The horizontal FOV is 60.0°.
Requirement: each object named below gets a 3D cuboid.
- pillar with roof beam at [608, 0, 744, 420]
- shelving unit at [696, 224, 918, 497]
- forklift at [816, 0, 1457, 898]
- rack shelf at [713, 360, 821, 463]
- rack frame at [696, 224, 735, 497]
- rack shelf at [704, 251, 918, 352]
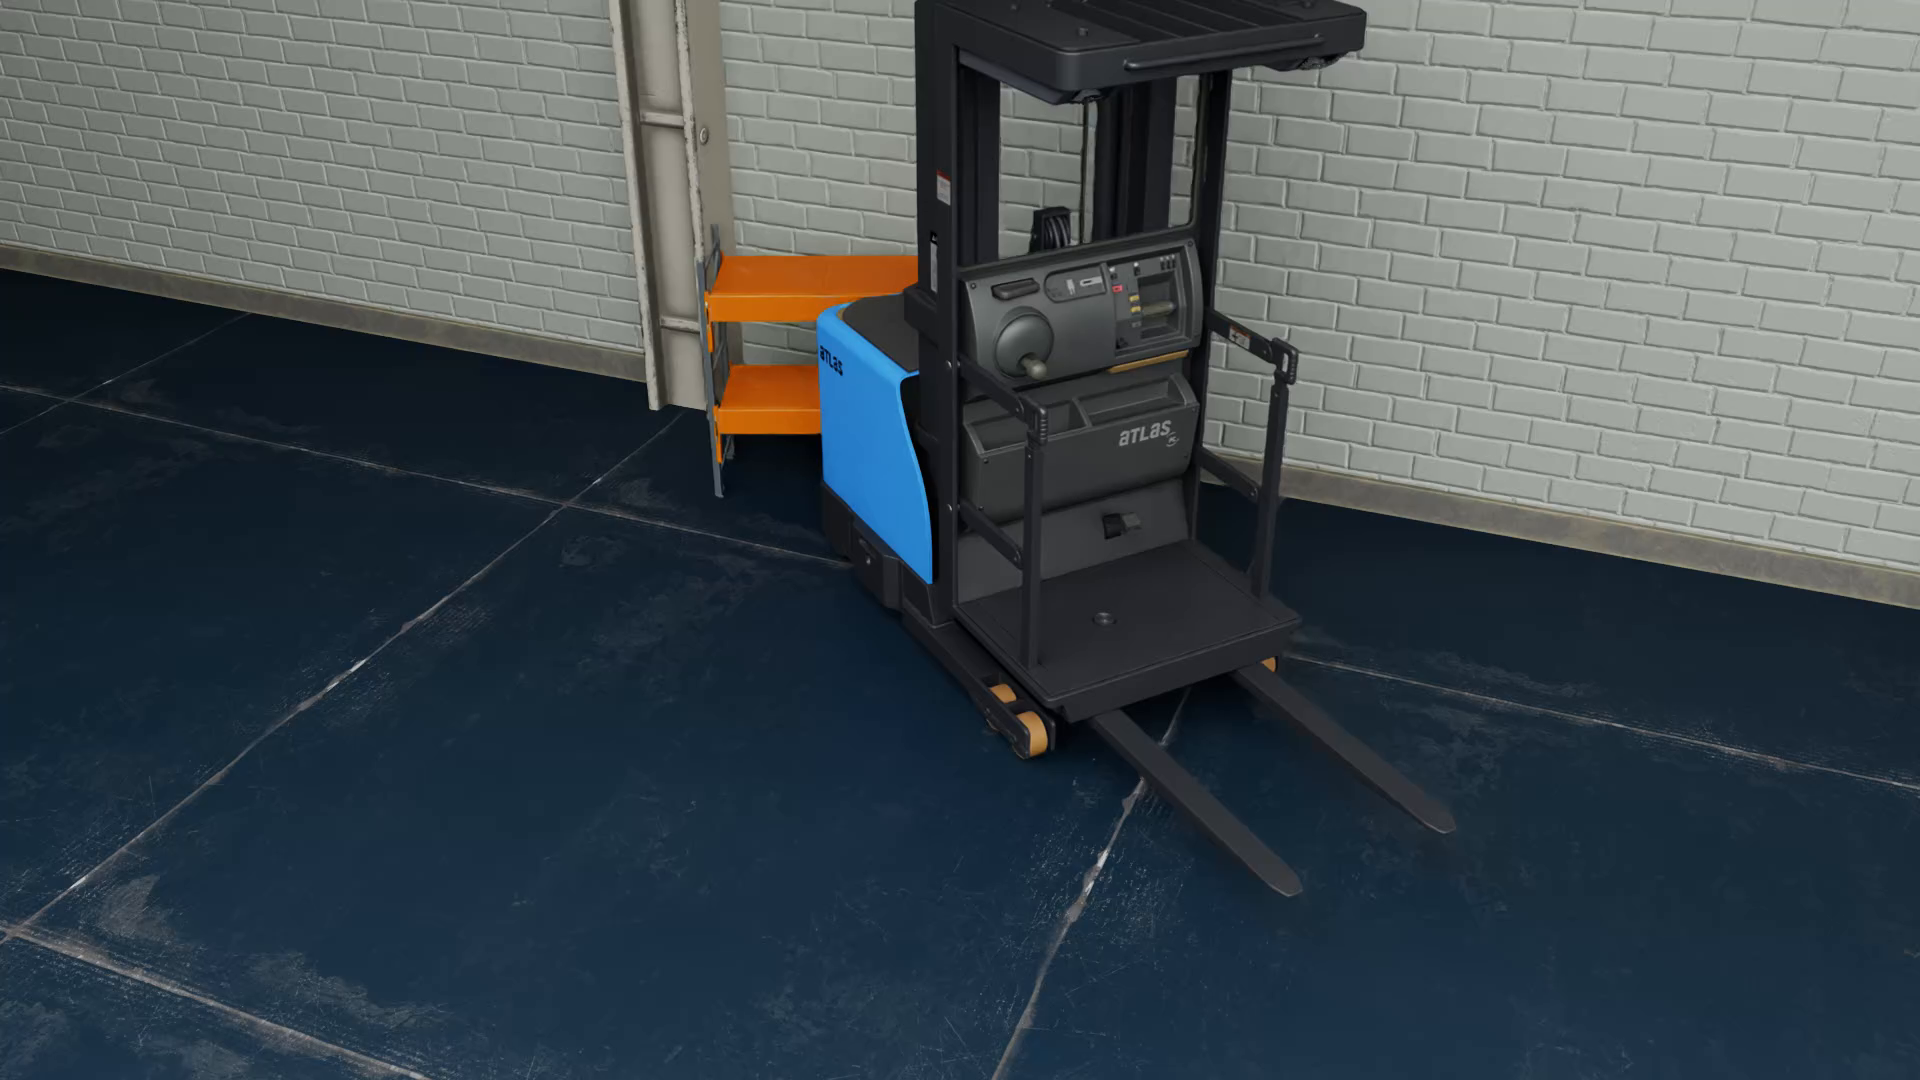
[{"bbox_3d":[-2.956,-2.654,2.800,0.400,9.000,9.100,11,31,19],"label":"pillar with roof beam"},{"bbox_3d":[-0.594,-0.809,7.539,1.048,1.125,0.538,0,29,0],"label":"shelving unit"},{"bbox_3d":[0.546,-0.758,5.612,1.130,2.935,3.031,-15,33,-24],"label":"forklift"},{"bbox_3d":[-0.594,-0.596,7.659,1.000,0.278,0.538,0,29,0],"label":"rack shelf"},{"bbox_3d":[-1.102,-0.810,7.539,0.032,1.125,0.500,0,29,0],"label":"rack frame"},{"bbox_3d":[-0.594,-1.064,7.395,1.000,0.278,0.538,0,29,0],"label":"rack shelf"}]
